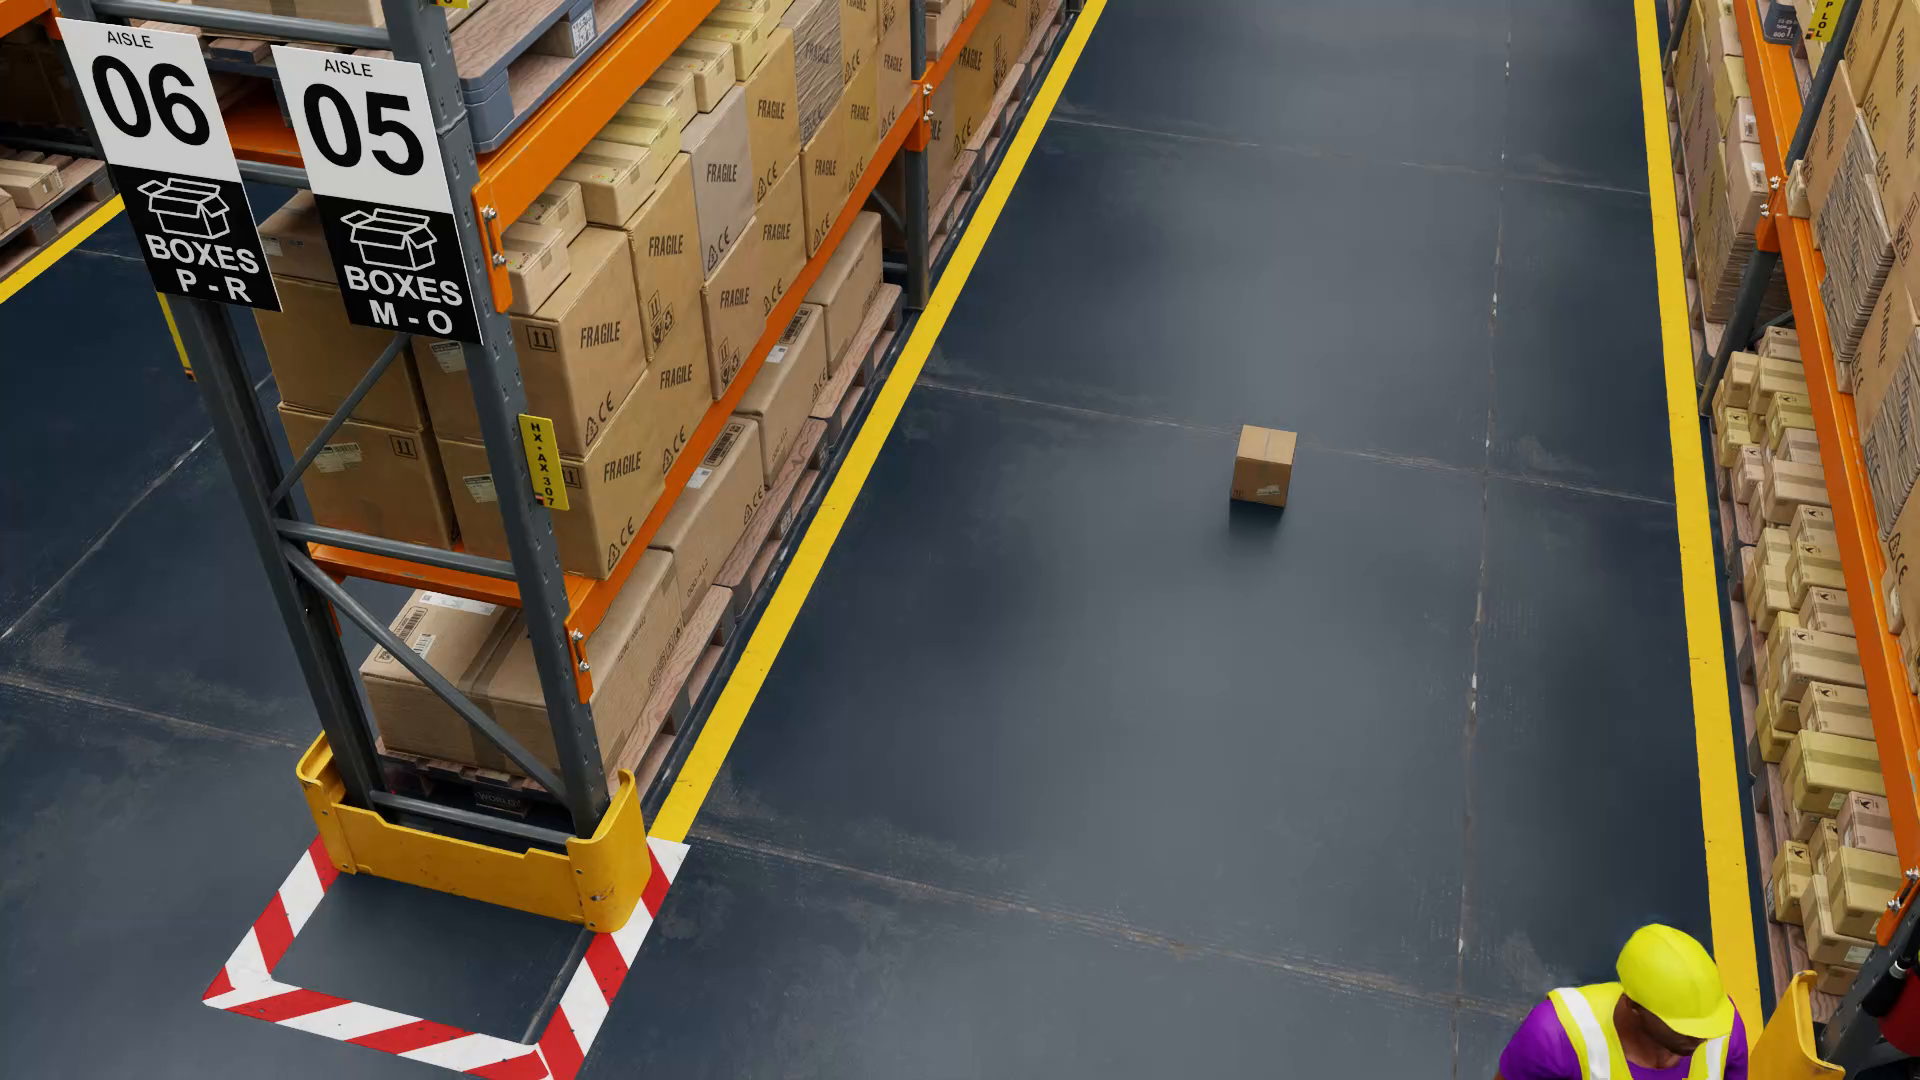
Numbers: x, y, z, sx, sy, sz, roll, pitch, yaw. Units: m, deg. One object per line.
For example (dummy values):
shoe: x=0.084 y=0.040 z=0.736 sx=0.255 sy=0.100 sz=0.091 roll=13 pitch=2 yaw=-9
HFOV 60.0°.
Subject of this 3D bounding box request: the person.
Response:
person: x=1.670 y=1.636 z=4.217 sx=0.609 sy=1.711 sz=1.001 roll=-6 pitch=41 yaw=-7
